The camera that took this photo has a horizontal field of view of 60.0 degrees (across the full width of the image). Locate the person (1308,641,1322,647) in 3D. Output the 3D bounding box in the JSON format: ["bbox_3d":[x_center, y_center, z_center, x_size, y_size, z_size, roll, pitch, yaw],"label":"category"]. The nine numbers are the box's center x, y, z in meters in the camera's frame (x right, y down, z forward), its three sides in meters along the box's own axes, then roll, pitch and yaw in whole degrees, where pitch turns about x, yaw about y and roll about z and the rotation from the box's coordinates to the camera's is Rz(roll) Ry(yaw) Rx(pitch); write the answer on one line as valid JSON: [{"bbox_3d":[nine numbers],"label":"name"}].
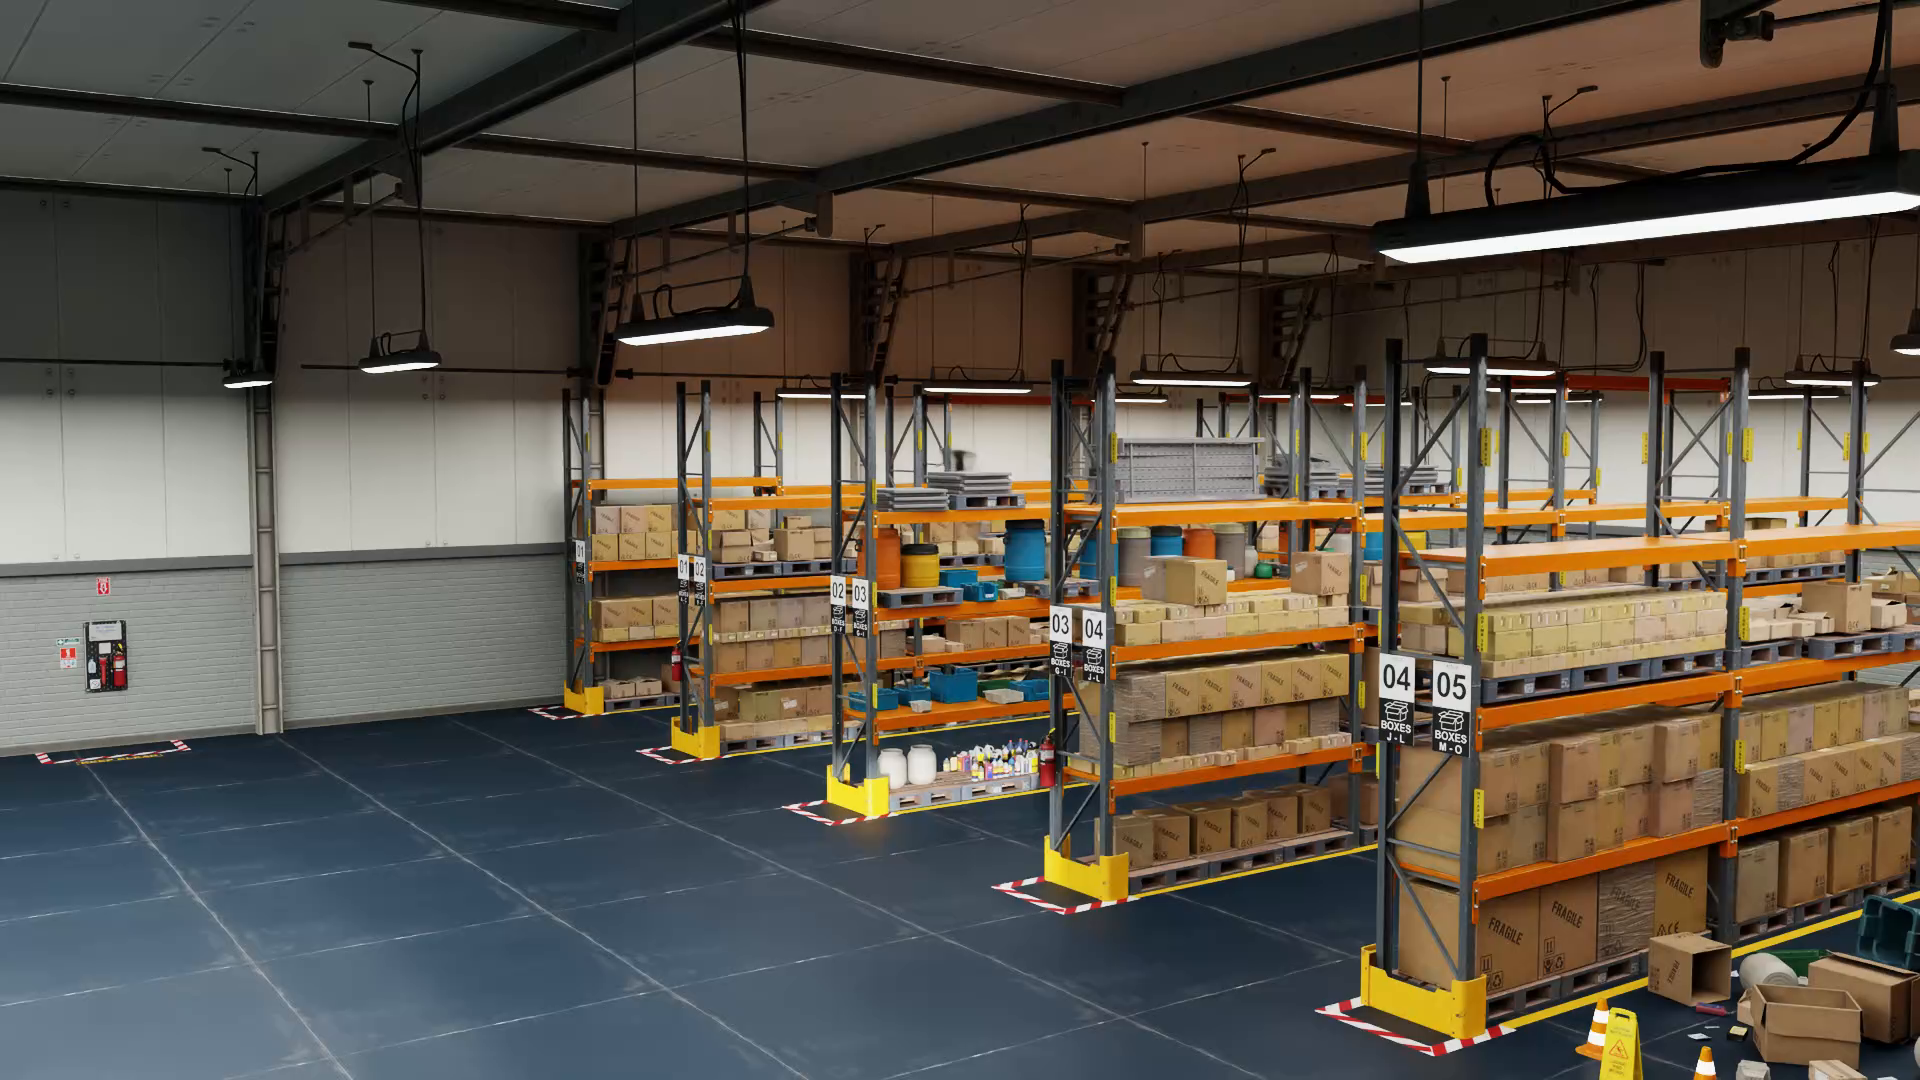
[{"bbox_3d":[6.882,2.347,32.258,0.701,1.537,1.196,2,4,31],"label":"person"}]
